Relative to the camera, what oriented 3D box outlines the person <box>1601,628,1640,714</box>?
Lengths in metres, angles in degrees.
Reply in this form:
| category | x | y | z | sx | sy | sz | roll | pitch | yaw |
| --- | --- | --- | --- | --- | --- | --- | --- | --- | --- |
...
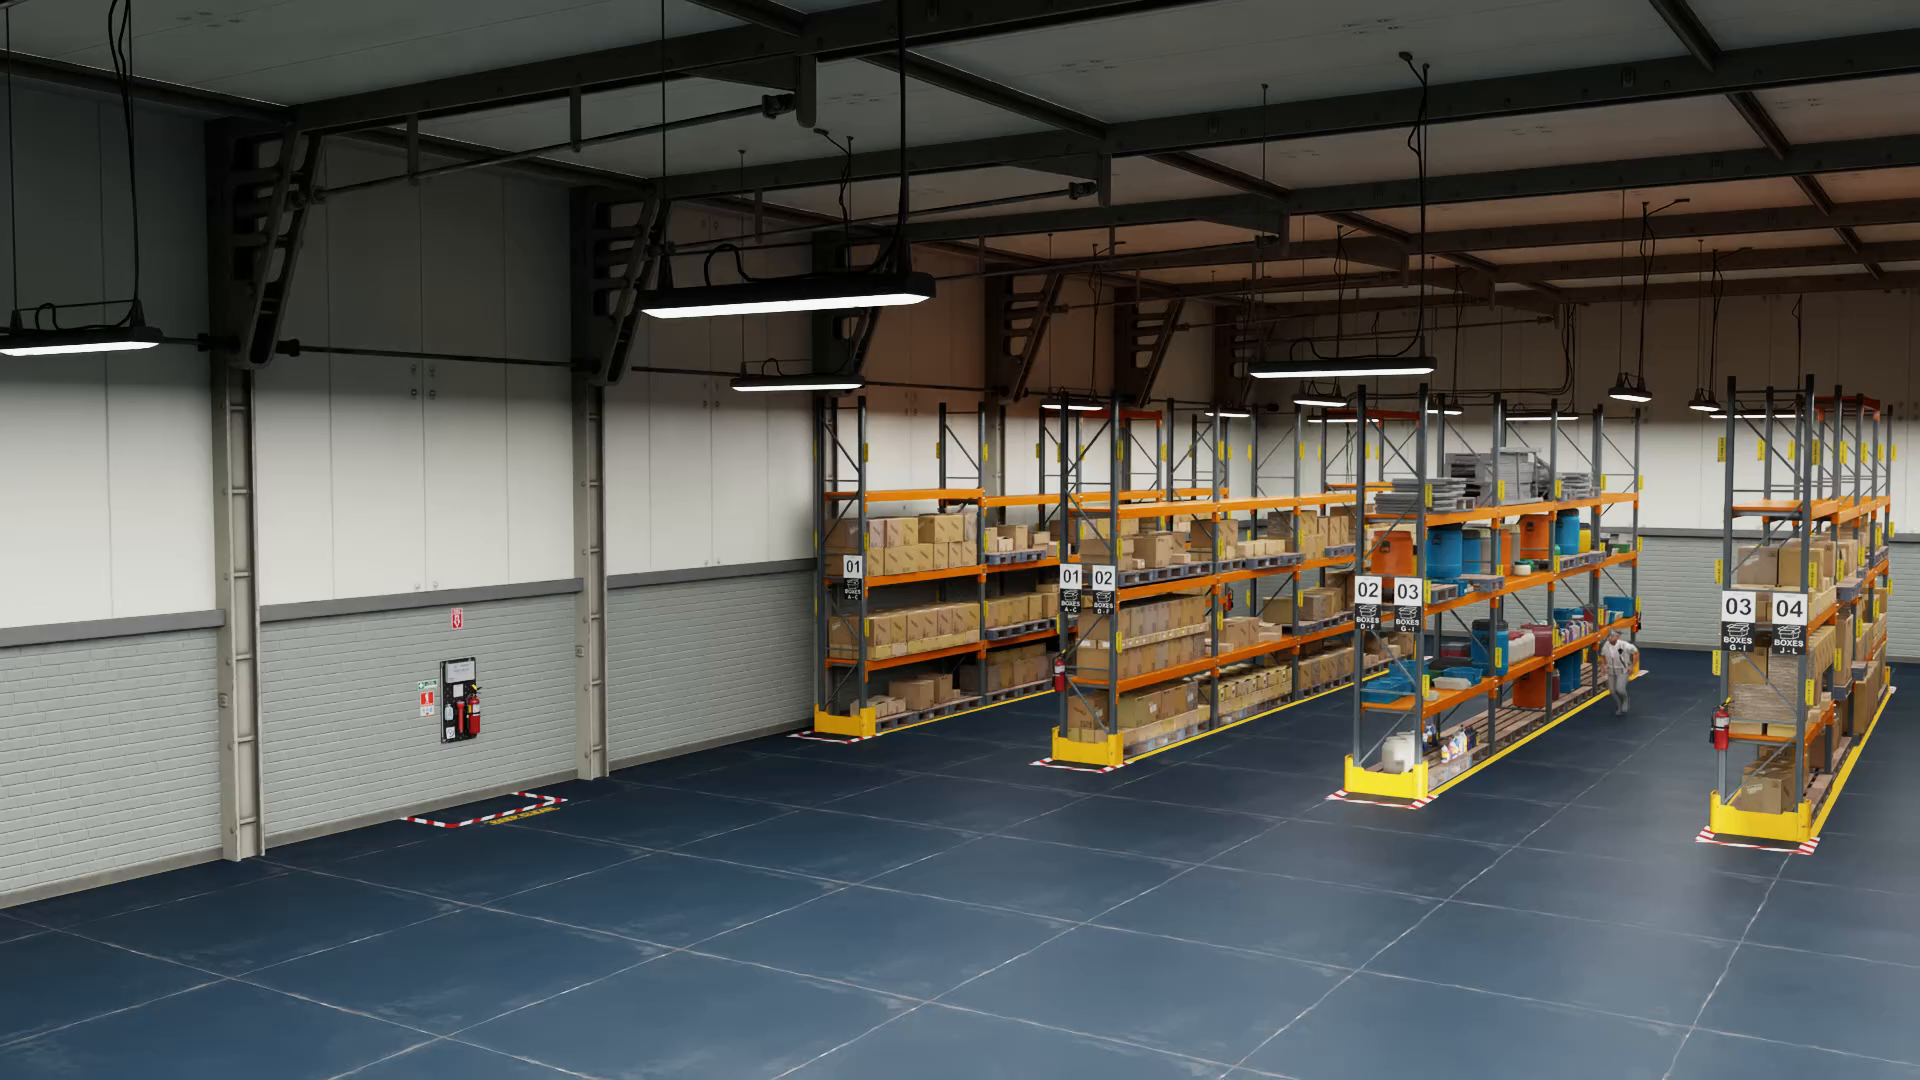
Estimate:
| category | x | y | z | sx | sy | sz | roll | pitch | yaw |
| --- | --- | --- | --- | --- | --- | --- | --- | --- | --- |
| person | 12.585 | 2.501 | 31.684 | 0.716 | 1.684 | 0.713 | 3 | 4 | 41 |
